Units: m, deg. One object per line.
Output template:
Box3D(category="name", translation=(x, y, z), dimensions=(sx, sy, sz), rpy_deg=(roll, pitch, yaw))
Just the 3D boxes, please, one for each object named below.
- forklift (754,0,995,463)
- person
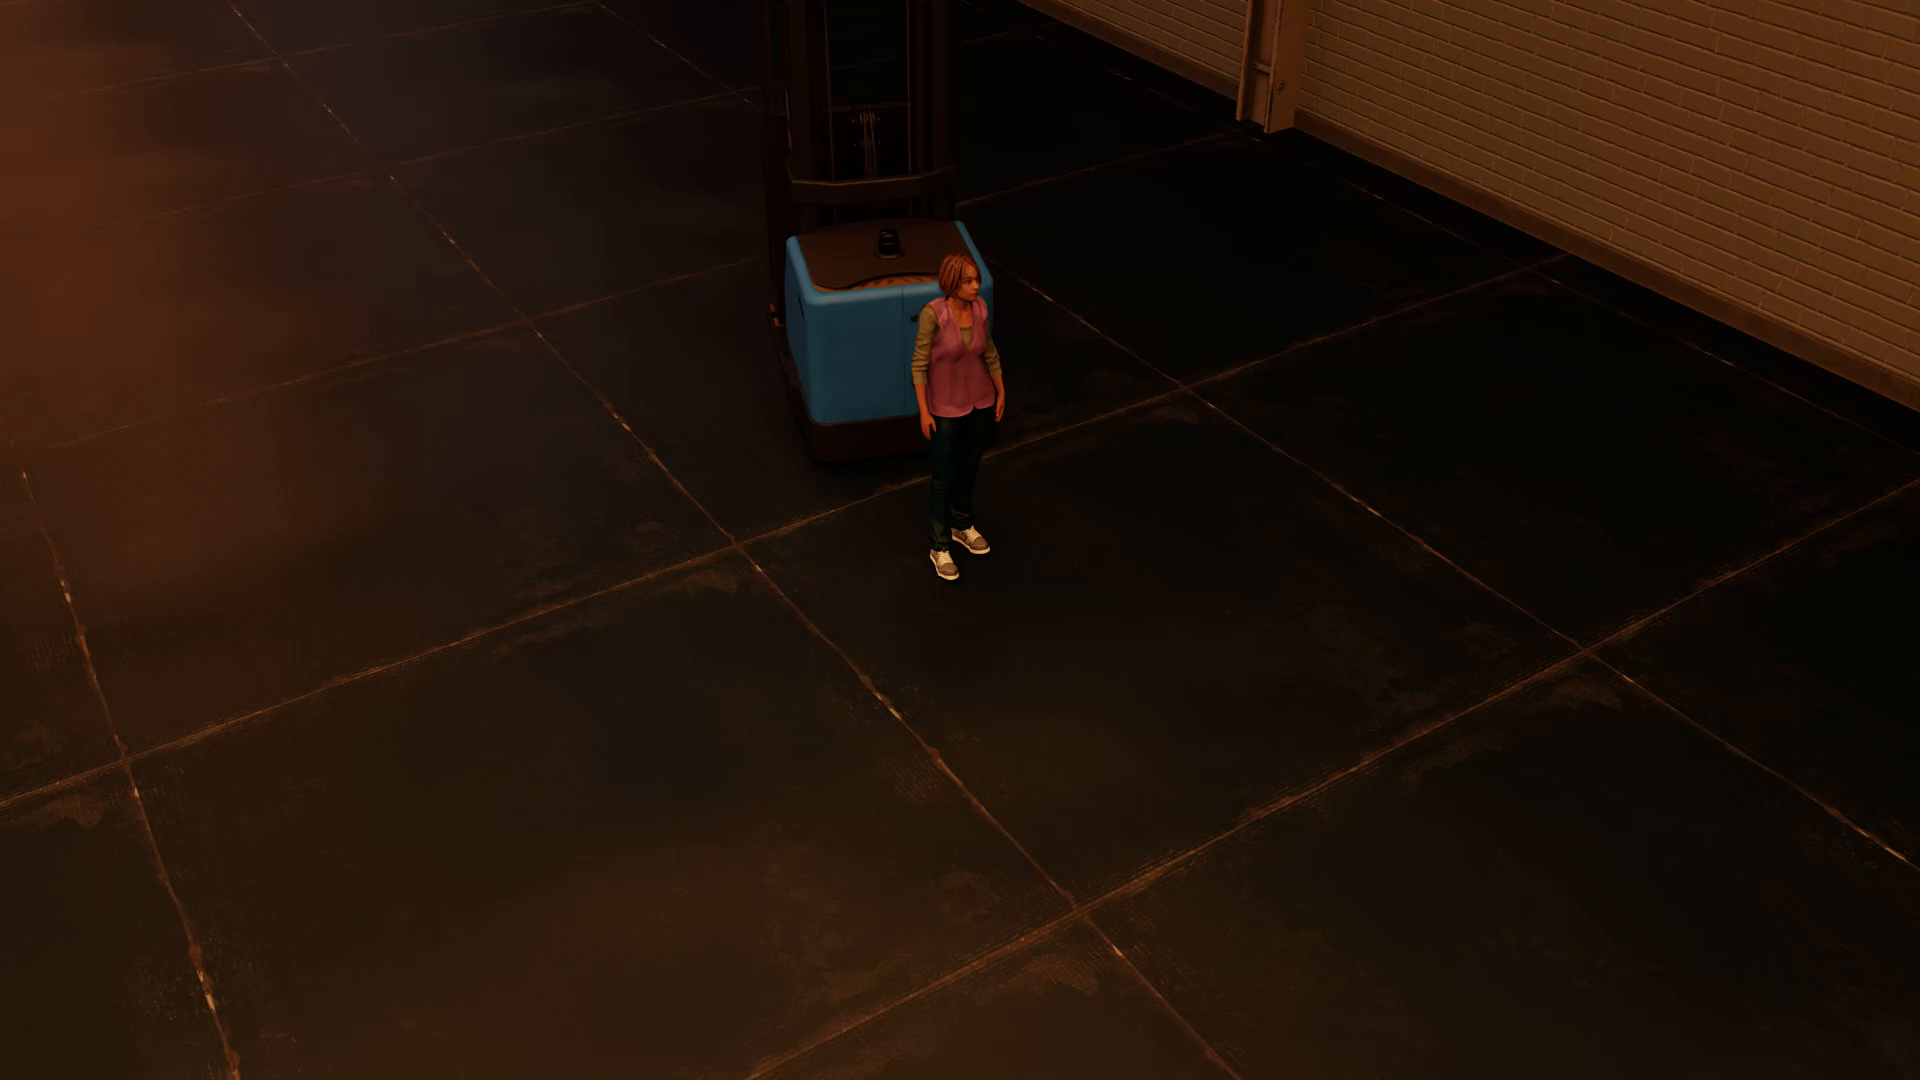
Box3D(category="forklift", translation=(-0.625, -2.471, 9.664), dimensions=(1.130, 2.935, 3.031), rpy_deg=(-7, 36, -10))
Box3D(category="person", translation=(0.028, -0.620, 8.177), dimensions=(0.520, 1.596, 0.475), rpy_deg=(-21, 40, -27))
